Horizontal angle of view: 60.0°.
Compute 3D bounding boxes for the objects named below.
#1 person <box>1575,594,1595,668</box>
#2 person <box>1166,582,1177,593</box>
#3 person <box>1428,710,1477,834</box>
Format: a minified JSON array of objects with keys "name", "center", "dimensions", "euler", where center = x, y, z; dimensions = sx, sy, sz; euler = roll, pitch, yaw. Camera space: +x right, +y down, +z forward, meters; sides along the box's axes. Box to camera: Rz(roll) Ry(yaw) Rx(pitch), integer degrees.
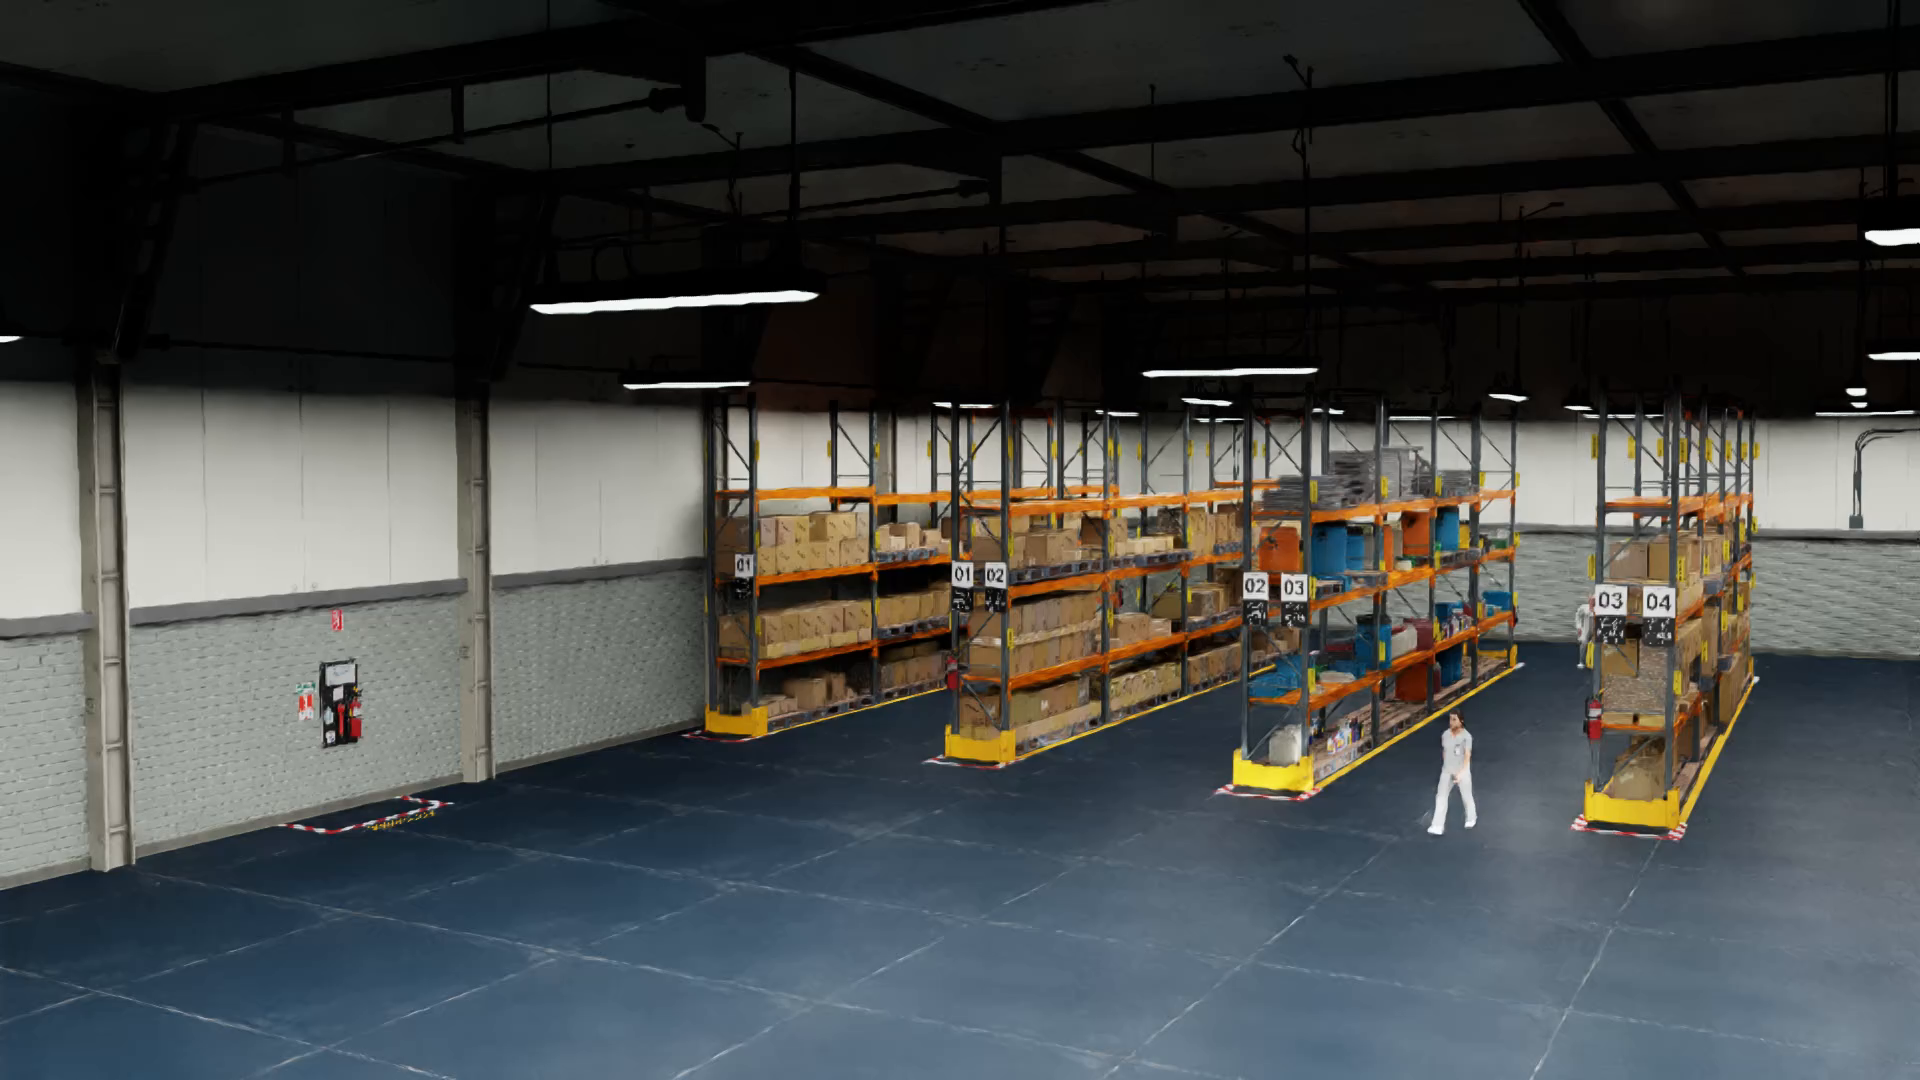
[{"name":"person","center":[14.434,2.087,37.999],"dimensions":[0.729,1.731,0.546],"euler":[2,3,27]},{"name":"person","center":[5.152,1.912,40.483],"dimensions":[0.400,1.769,0.674],"euler":[1,3,10]},{"name":"person","center":[6.478,3.011,21.707],"dimensions":[0.444,1.604,1.018],"euler":[2,4,37]}]
